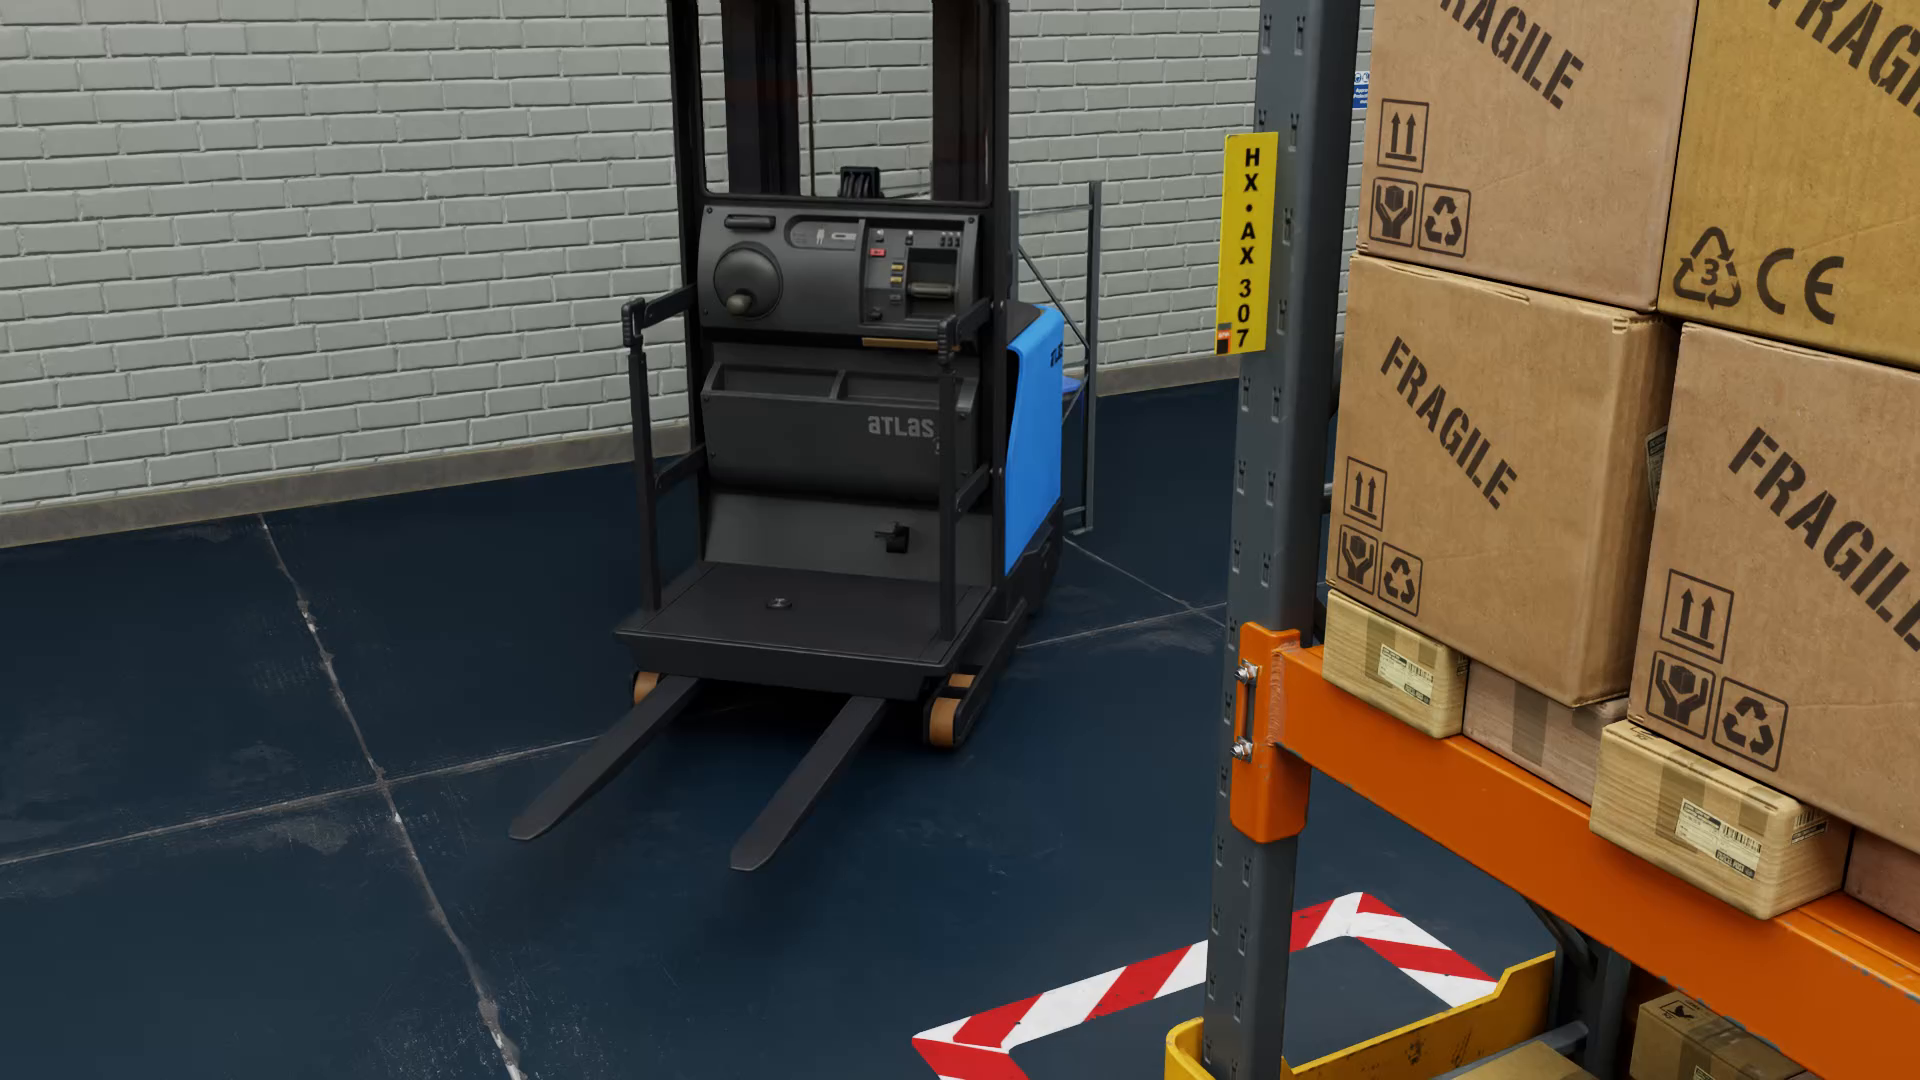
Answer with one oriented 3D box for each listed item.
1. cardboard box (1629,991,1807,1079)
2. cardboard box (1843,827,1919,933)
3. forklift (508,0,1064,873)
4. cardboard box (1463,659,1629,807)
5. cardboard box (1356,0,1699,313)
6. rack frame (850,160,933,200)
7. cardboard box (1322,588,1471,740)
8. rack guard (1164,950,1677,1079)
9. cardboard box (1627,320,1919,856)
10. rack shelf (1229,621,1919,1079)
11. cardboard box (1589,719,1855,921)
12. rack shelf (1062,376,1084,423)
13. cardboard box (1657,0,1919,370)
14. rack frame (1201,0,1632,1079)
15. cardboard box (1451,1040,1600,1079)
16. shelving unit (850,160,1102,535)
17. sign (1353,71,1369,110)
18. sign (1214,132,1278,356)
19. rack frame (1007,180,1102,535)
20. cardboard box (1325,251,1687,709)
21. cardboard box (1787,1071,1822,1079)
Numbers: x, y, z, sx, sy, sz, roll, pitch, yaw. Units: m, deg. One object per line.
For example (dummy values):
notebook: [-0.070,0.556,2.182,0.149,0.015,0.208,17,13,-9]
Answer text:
cardboard box: [1.381,0.866,2.838,0.380,0.149,0.250,-10,21,-26]
cardboard box: [1.254,0.353,1.894,0.380,0.149,0.250,-9,21,-24]
forklift: [-0.449,-0.866,5.147,1.130,2.935,3.031,5,20,14]
cardboard box: [0.929,0.215,2.296,0.380,0.149,0.250,-9,21,-25]
cardboard box: [0.886,-0.605,2.144,0.500,0.500,0.500,-10,21,-27]
rack frame: [-0.283,-0.957,7.606,0.500,1.500,0.032,-16,24,-38]
cardboard box: [0.772,0.148,2.489,0.380,0.149,0.250,-10,21,-27]
rack guard: [0.943,1.089,3.209,1.175,0.500,0.348,-10,21,-27]
cardboard box: [1.153,0.019,1.869,0.500,0.500,0.500,-10,21,-27]
rack shelf: [1.856,0.800,1.318,1.077,0.370,4.000,-10,21,-27]
cardboard box: [1.010,0.300,2.048,0.380,0.149,0.250,-11,22,-28]
rack shelf: [0.048,-0.661,7.300,0.538,0.185,1.000,-16,24,-38]
cardboard box: [1.131,-0.461,1.727,0.500,0.500,0.500,-9,21,-25]
rack frame: [0.904,-0.114,2.863,0.949,2.616,0.053,-10,21,-27]
cardboard box: [0.856,0.956,2.576,0.380,0.149,0.250,-11,22,-29]
shelving unit: [0.048,-0.831,7.241,0.538,1.500,1.048,-16,24,-38]
sign: [2.445,-2.663,9.837,0.327,0.218,0.001,-10,21,-27]
sign: [0.429,-0.440,2.480,0.100,0.325,0.005,-10,21,-27]
rack frame: [0.379,-0.705,6.876,0.500,1.500,0.032,-16,24,-38]
cardboard box: [0.877,-0.131,2.303,0.500,0.500,0.500,-9,21,-24]
cardboard box: [1.450,0.947,2.603,0.380,0.149,0.250,-10,21,-26]
